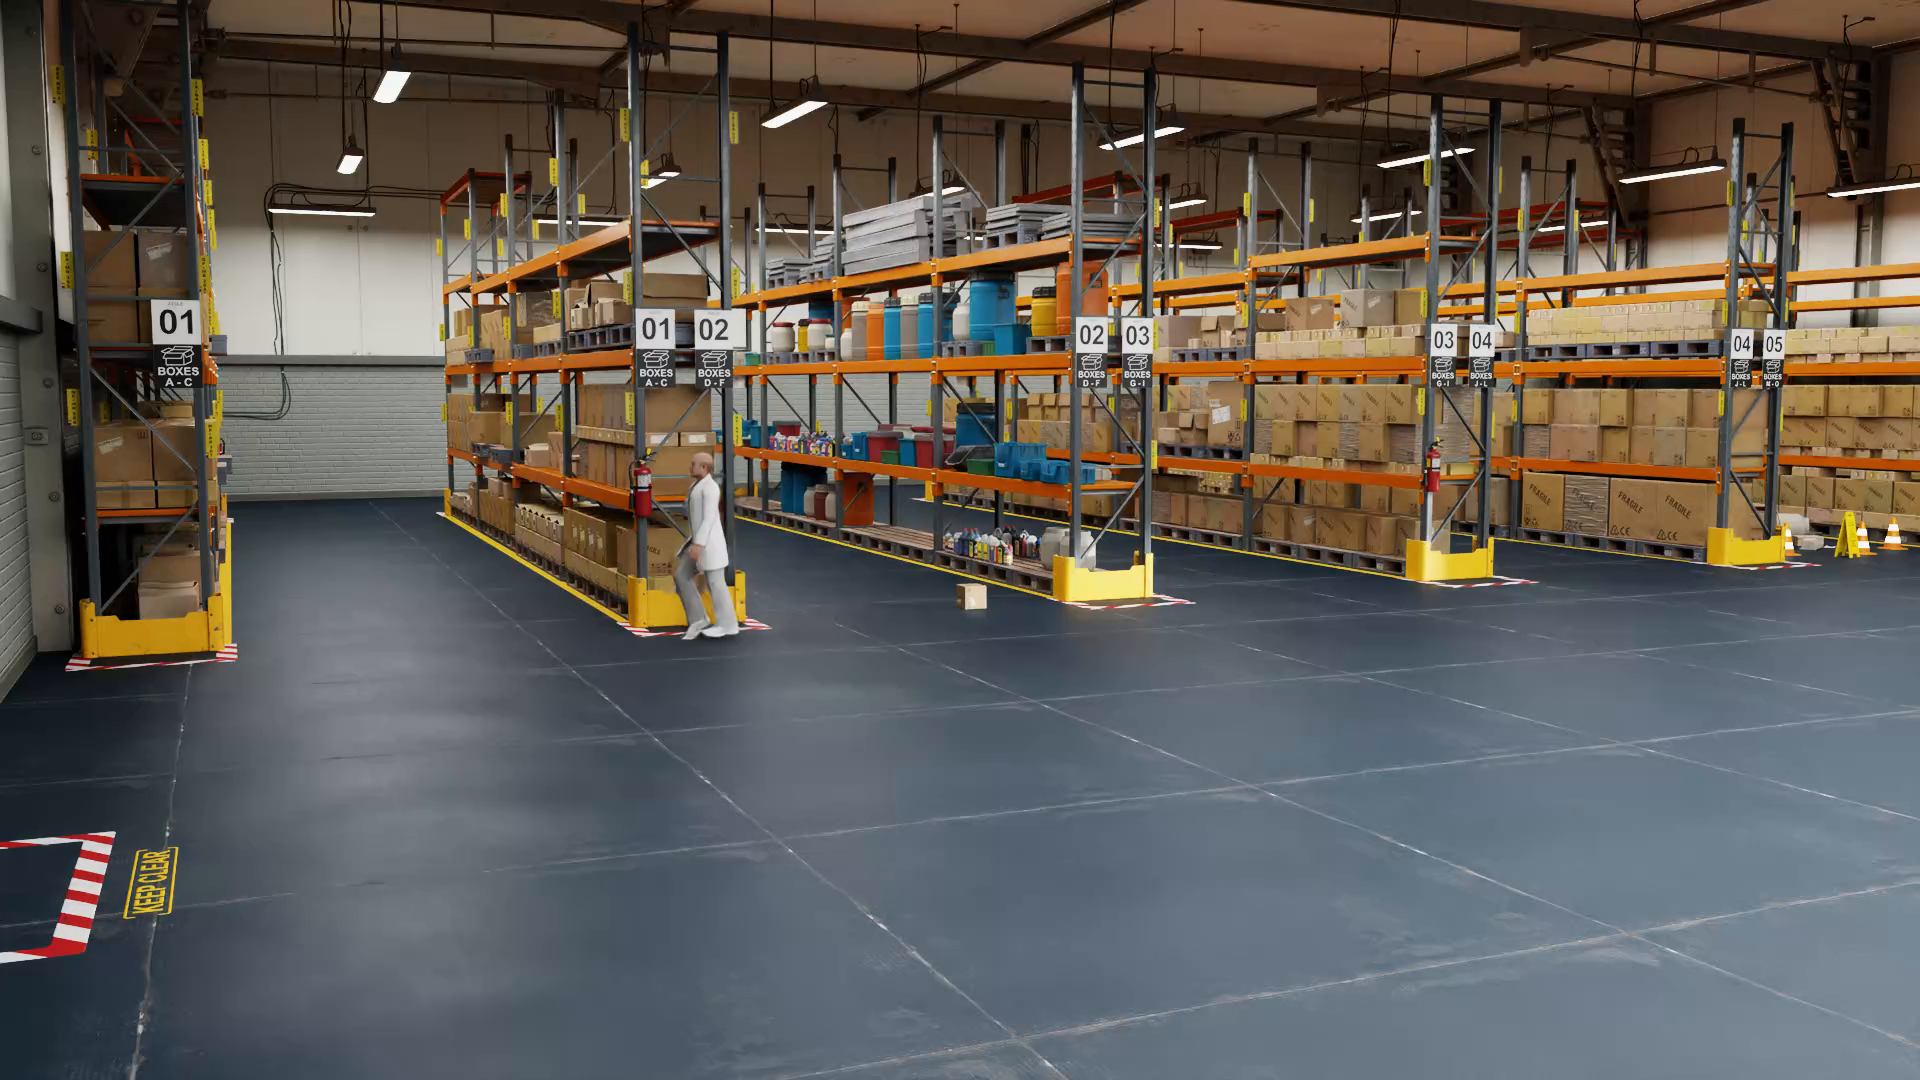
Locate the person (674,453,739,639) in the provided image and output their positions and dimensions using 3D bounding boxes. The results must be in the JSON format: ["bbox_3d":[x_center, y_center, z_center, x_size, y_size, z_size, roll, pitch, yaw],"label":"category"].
[{"bbox_3d":[-2.434,0.088,15.971,0.576,1.857,0.662,-2,6,-24],"label":"person"}]
